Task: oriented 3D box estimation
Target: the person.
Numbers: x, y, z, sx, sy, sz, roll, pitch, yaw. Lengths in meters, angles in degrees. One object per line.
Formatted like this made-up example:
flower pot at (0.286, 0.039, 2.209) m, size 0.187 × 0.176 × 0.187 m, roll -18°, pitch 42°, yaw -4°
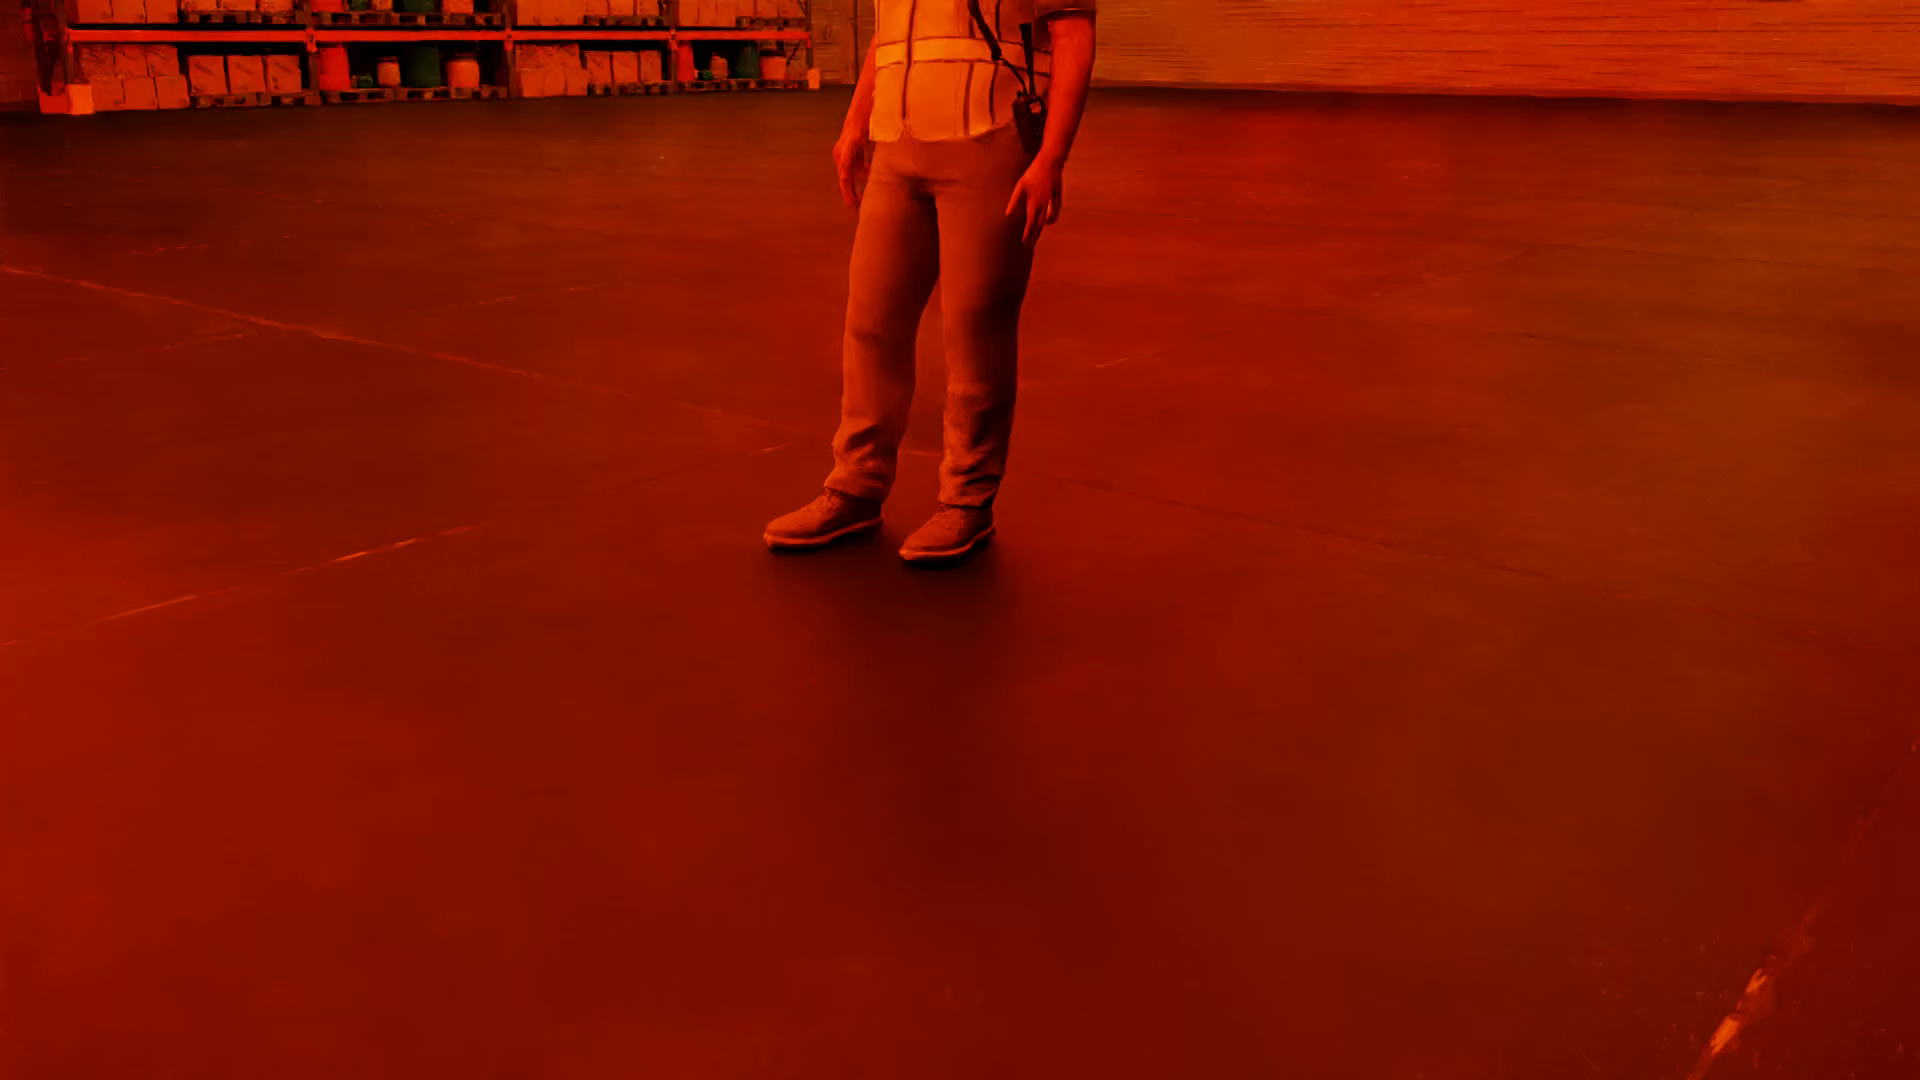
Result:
person at (-0.059, -0.845, 3.631) m, size 0.640 × 1.781 × 0.574 m, roll 13°, pitch 21°, yaw 37°
